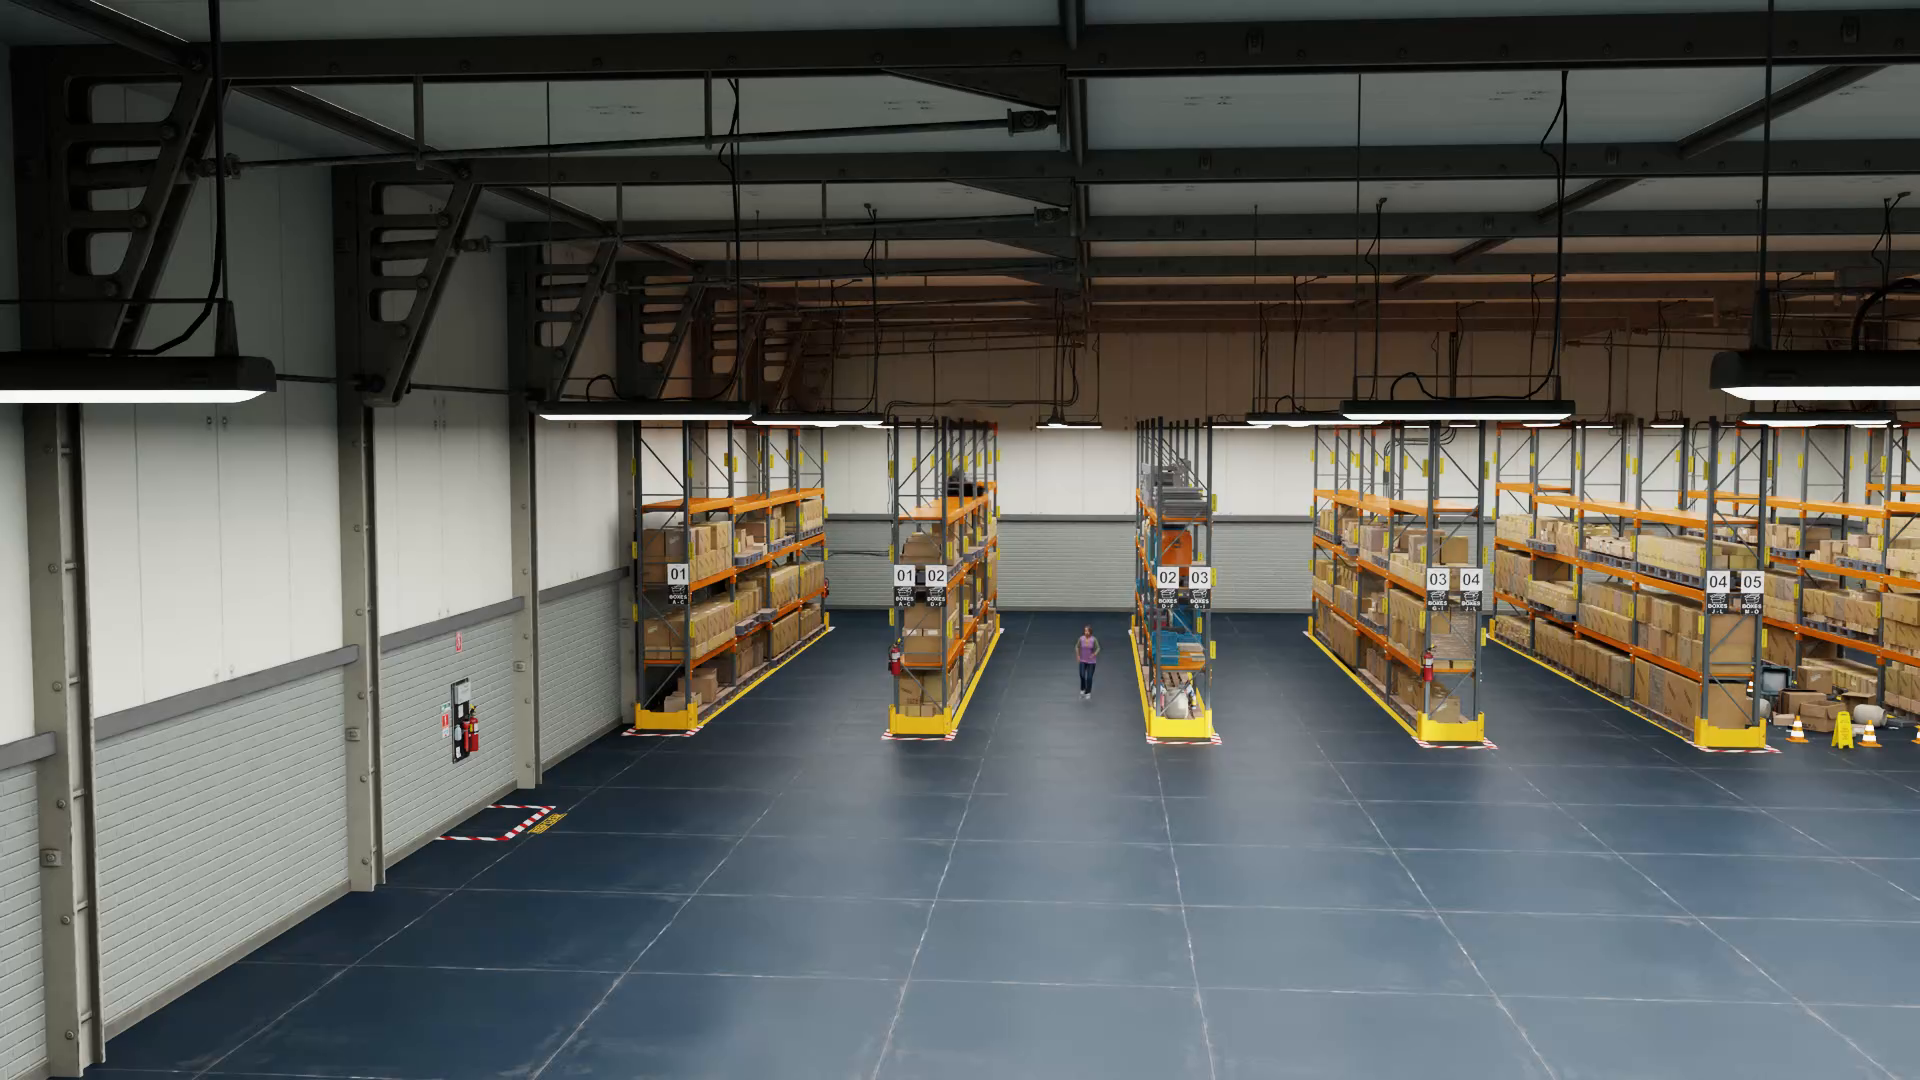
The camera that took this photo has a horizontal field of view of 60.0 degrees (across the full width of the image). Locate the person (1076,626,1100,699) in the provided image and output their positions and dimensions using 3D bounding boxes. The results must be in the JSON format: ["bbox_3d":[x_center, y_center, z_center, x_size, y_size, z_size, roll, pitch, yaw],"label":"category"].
[{"bbox_3d":[2.719,2.614,35.451,0.539,1.569,0.613,1,4,8],"label":"person"}]

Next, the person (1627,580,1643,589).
[{"bbox_3d":[19.534,1.748,48.279,0.822,1.693,0.617,-1,4,-15],"label":"person"}]
